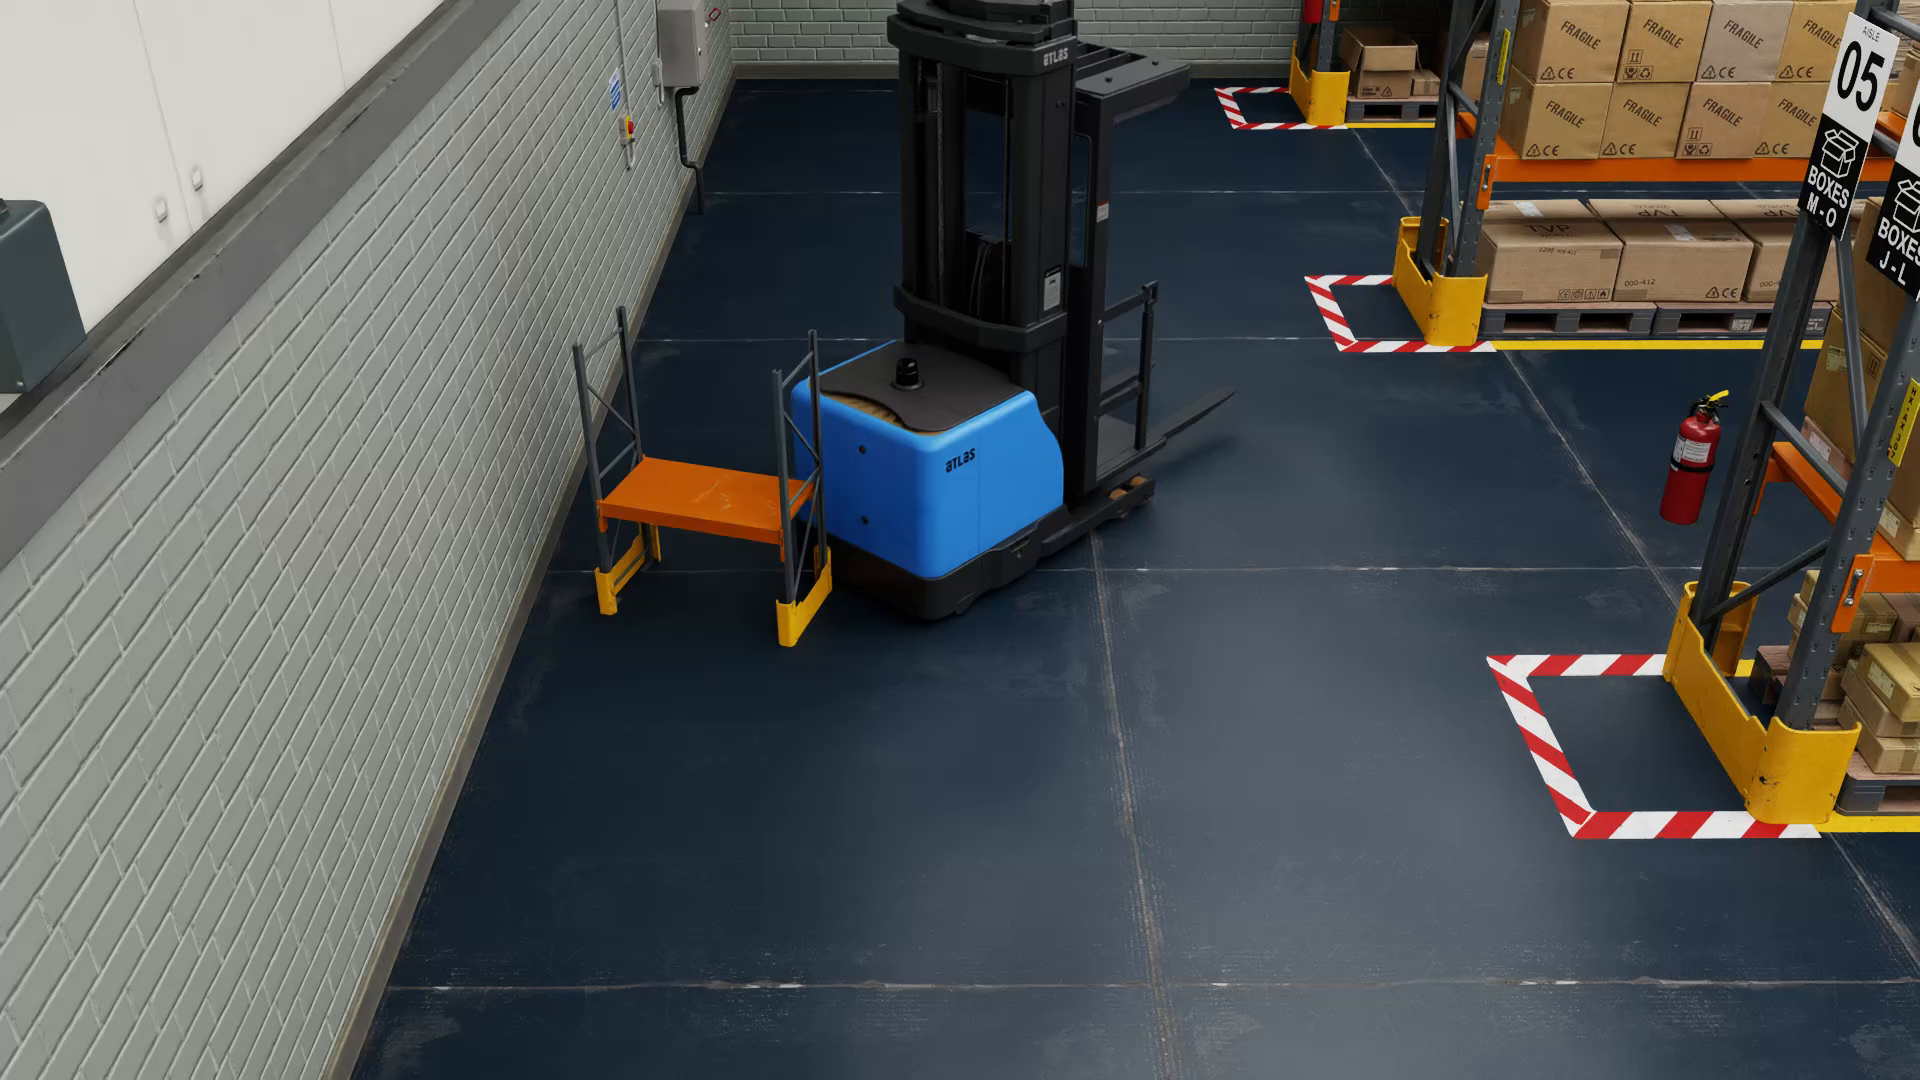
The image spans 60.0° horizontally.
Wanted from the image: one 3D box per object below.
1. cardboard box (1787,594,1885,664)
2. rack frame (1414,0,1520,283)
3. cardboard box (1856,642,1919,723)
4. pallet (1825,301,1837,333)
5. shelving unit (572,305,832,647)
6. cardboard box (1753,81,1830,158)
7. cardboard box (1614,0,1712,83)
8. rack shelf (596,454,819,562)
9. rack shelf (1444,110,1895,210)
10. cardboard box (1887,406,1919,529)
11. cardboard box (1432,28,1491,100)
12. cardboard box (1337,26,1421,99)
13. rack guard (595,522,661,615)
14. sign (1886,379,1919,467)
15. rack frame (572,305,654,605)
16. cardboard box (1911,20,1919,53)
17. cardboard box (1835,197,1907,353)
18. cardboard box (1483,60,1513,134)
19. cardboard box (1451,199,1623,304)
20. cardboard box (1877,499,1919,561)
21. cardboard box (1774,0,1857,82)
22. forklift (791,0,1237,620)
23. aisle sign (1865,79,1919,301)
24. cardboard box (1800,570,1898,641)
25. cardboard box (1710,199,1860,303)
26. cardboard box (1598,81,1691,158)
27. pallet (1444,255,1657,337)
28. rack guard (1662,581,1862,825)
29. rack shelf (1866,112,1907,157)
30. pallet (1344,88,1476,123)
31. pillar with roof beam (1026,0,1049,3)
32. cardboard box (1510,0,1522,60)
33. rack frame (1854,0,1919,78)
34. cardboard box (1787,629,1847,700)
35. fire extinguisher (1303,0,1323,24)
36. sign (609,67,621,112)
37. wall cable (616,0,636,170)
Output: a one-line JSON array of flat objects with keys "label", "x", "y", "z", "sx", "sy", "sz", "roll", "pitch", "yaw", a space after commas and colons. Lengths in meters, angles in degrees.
[{"label": "cardboard box", "x": 4.073, "y": 0.410, "z": 7.739, "sx": 0.250, "sy": 0.149, "sz": 0.380, "roll": -1, "pitch": 31, "yaw": -2}, {"label": "rack frame", "x": 3.416, "y": -2.919, "z": 11.170, "sx": 0.127, "sy": 3.000, "sz": 1.000, "roll": 0, "pitch": 31, "yaw": 0}, {"label": "cardboard box", "x": 4.073, "y": 0.608, "z": 7.127, "sx": 0.250, "sy": 0.149, "sz": 0.380, "roll": -2, "pitch": 31, "yaw": -3}, {"label": "pallet", "x": 6.655, "y": -1.778, "z": 11.977, "sx": 1.213, "sy": 0.211, "sz": 1.003, "roll": 0, "pitch": 31, "yaw": 0}, {"label": "shelving unit", "x": -1.273, "y": -0.327, "z": 8.343, "sx": 1.083, "sy": 1.500, "sz": 0.587, "roll": 9, "pitch": 32, "yaw": 14}, {"label": "cardboard box", "x": 5.413, "y": -2.833, "z": 10.931, "sx": 0.500, "sy": 0.500, "sz": 0.500, "roll": 1, "pitch": 31, "yaw": 1}, {"label": "cardboard box", "x": 4.414, "y": -3.249, "z": 10.652, "sx": 0.500, "sy": 0.500, "sz": 0.500, "roll": -1, "pitch": 31, "yaw": -2}, {"label": "rack shelf", "x": -1.265, "y": -0.172, "z": 8.434, "sx": 1.000, "sy": 0.185, "sz": 0.538, "roll": 9, "pitch": 32, "yaw": 14}, {"label": "rack shelf", "x": 5.416, "y": -2.618, "z": 11.367, "sx": 4.000, "sy": 0.370, "sz": 1.077, "roll": 0, "pitch": 31, "yaw": 0}, {"label": "cardboard box", "x": 3.998, "y": -0.380, "z": 6.601, "sx": 0.500, "sy": 0.500, "sz": 0.500, "roll": 1, "pitch": 31, "yaw": 2}, {"label": "cardboard box", "x": 4.850, "y": -4.540, "z": 15.846, "sx": 0.500, "sy": 0.500, "sz": 0.700, "roll": 1, "pitch": 31, "yaw": 2}, {"label": "cardboard box", "x": 3.995, "y": -4.559, "z": 15.874, "sx": 0.637, "sy": 0.503, "sz": 0.797, "roll": -1, "pitch": 31, "yaw": -2}, {"label": "rack guard", "x": -1.750, "y": 0.133, "z": 8.789, "sx": 0.087, "sy": 0.250, "sz": 0.587, "roll": 9, "pitch": 32, "yaw": 14}, {"label": "sign", "x": 3.550, "y": -0.441, "z": 6.250, "sx": 0.005, "sy": 0.325, "sz": 0.100, "roll": 0, "pitch": 31, "yaw": 0}, {"label": "rack frame", "x": -1.752, "y": -0.401, "z": 8.465, "sx": 0.032, "sy": 1.500, "sz": 0.500, "roll": 9, "pitch": 32, "yaw": 14}, {"label": "cardboard box", "x": 4.006, "y": -1.917, "z": 6.289, "sx": 0.500, "sy": 0.250, "sz": 0.500, "roll": -1, "pitch": 31, "yaw": -2}, {"label": "cardboard box", "x": 4.003, "y": -1.080, "z": 6.791, "sx": 0.500, "sy": 0.500, "sz": 0.500, "roll": -1, "pitch": 31, "yaw": -1}, {"label": "cardboard box", "x": 3.897, "y": -3.101, "z": 11.373, "sx": 0.500, "sy": 0.500, "sz": 0.500, "roll": 0, "pitch": 31, "yaw": 0}, {"label": "cardboard box", "x": 4.076, "y": -2.057, "z": 11.814, "sx": 0.875, "sy": 0.438, "sz": 0.875, "roll": -1, "pitch": 31, "yaw": -2}, {"label": "cardboard box", "x": 3.873, "y": -0.076, "z": 6.725, "sx": 0.250, "sy": 0.149, "sz": 0.380, "roll": 0, "pitch": 31, "yaw": -1}, {"label": "cardboard box", "x": 5.428, "y": -3.256, "z": 10.665, "sx": 0.500, "sy": 0.500, "sz": 0.500, "roll": 0, "pitch": 31, "yaw": 0}, {"label": "forklift", "x": 0.473, "y": -1.532, "z": 8.949, "sx": 1.130, "sy": 2.935, "sz": 3.031, "roll": 25, "pitch": 39, "yaw": 35}, {"label": "aisle sign", "x": 3.476, "y": -1.308, "z": 6.007, "sx": 0.004, "sy": 0.787, "sz": 0.394, "roll": 0, "pitch": 31, "yaw": 0}, {"label": "cardboard box", "x": 4.075, "y": 0.300, "z": 7.634, "sx": 0.250, "sy": 0.149, "sz": 0.380, "roll": 0, "pitch": 31, "yaw": 0}, {"label": "cardboard box", "x": 5.892, "y": -2.067, "z": 11.829, "sx": 0.875, "sy": 0.438, "sz": 0.875, "roll": -1, "pitch": 31, "yaw": -2}, {"label": "cardboard box", "x": 4.404, "y": -2.831, "z": 10.927, "sx": 0.500, "sy": 0.500, "sz": 0.500, "roll": -1, "pitch": 31, "yaw": -1}, {"label": "pallet", "x": 4.215, "y": -1.770, "z": 11.964, "sx": 1.213, "sy": 0.211, "sz": 1.003, "roll": 0, "pitch": 31, "yaw": 0}, {"label": "rack guard", "x": 3.623, "y": 0.716, "z": 7.587, "sx": 0.348, "sy": 0.500, "sz": 1.175, "roll": 0, "pitch": 31, "yaw": 0}, {"label": "rack shelf", "x": 5.547, "y": -1.333, "z": 6.357, "sx": 4.000, "sy": 0.370, "sz": 1.077, "roll": 0, "pitch": 31, "yaw": 0}, {"label": "pallet", "x": 4.256, "y": -4.305, "z": 16.142, "sx": 1.213, "sy": 0.211, "sz": 1.003, "roll": 0, "pitch": 31, "yaw": 0}, {"label": "pillar with roof beam", "x": 0.707, "y": -6.285, "z": 10.933, "sx": 0.400, "sy": 9.000, "sz": 9.100, "roll": 0, "pitch": 31, "yaw": 0}, {"label": "cardboard box", "x": 3.897, "y": -3.515, "z": 11.091, "sx": 0.500, "sy": 0.500, "sz": 0.500, "roll": 1, "pitch": 31, "yaw": 1}, {"label": "rack frame", "x": 3.547, "y": -2.917, "z": 5.382, "sx": 0.127, "sy": 3.000, "sz": 1.000, "roll": 0, "pitch": 31, "yaw": 0}, {"label": "cardboard box", "x": 4.072, "y": 0.577, "z": 7.750, "sx": 0.250, "sy": 0.149, "sz": 0.380, "roll": 0, "pitch": 31, "yaw": 1}, {"label": "fire extinguisher", "x": 3.238, "y": -5.061, "z": 15.134, "sx": 0.183, "sy": 0.674, "sz": 0.296, "roll": 0, "pitch": 31, "yaw": 0}, {"label": "sign", "x": -2.283, "y": -2.980, "z": 11.009, "sx": 0.001, "sy": 0.218, "sz": 0.327, "roll": 0, "pitch": 31, "yaw": 0}, {"label": "wall cable", "x": -2.222, "y": -3.337, "z": 10.849, "sx": 0.123, "sy": 1.953, "sz": 0.585, "roll": 0, "pitch": 31, "yaw": 0}]
